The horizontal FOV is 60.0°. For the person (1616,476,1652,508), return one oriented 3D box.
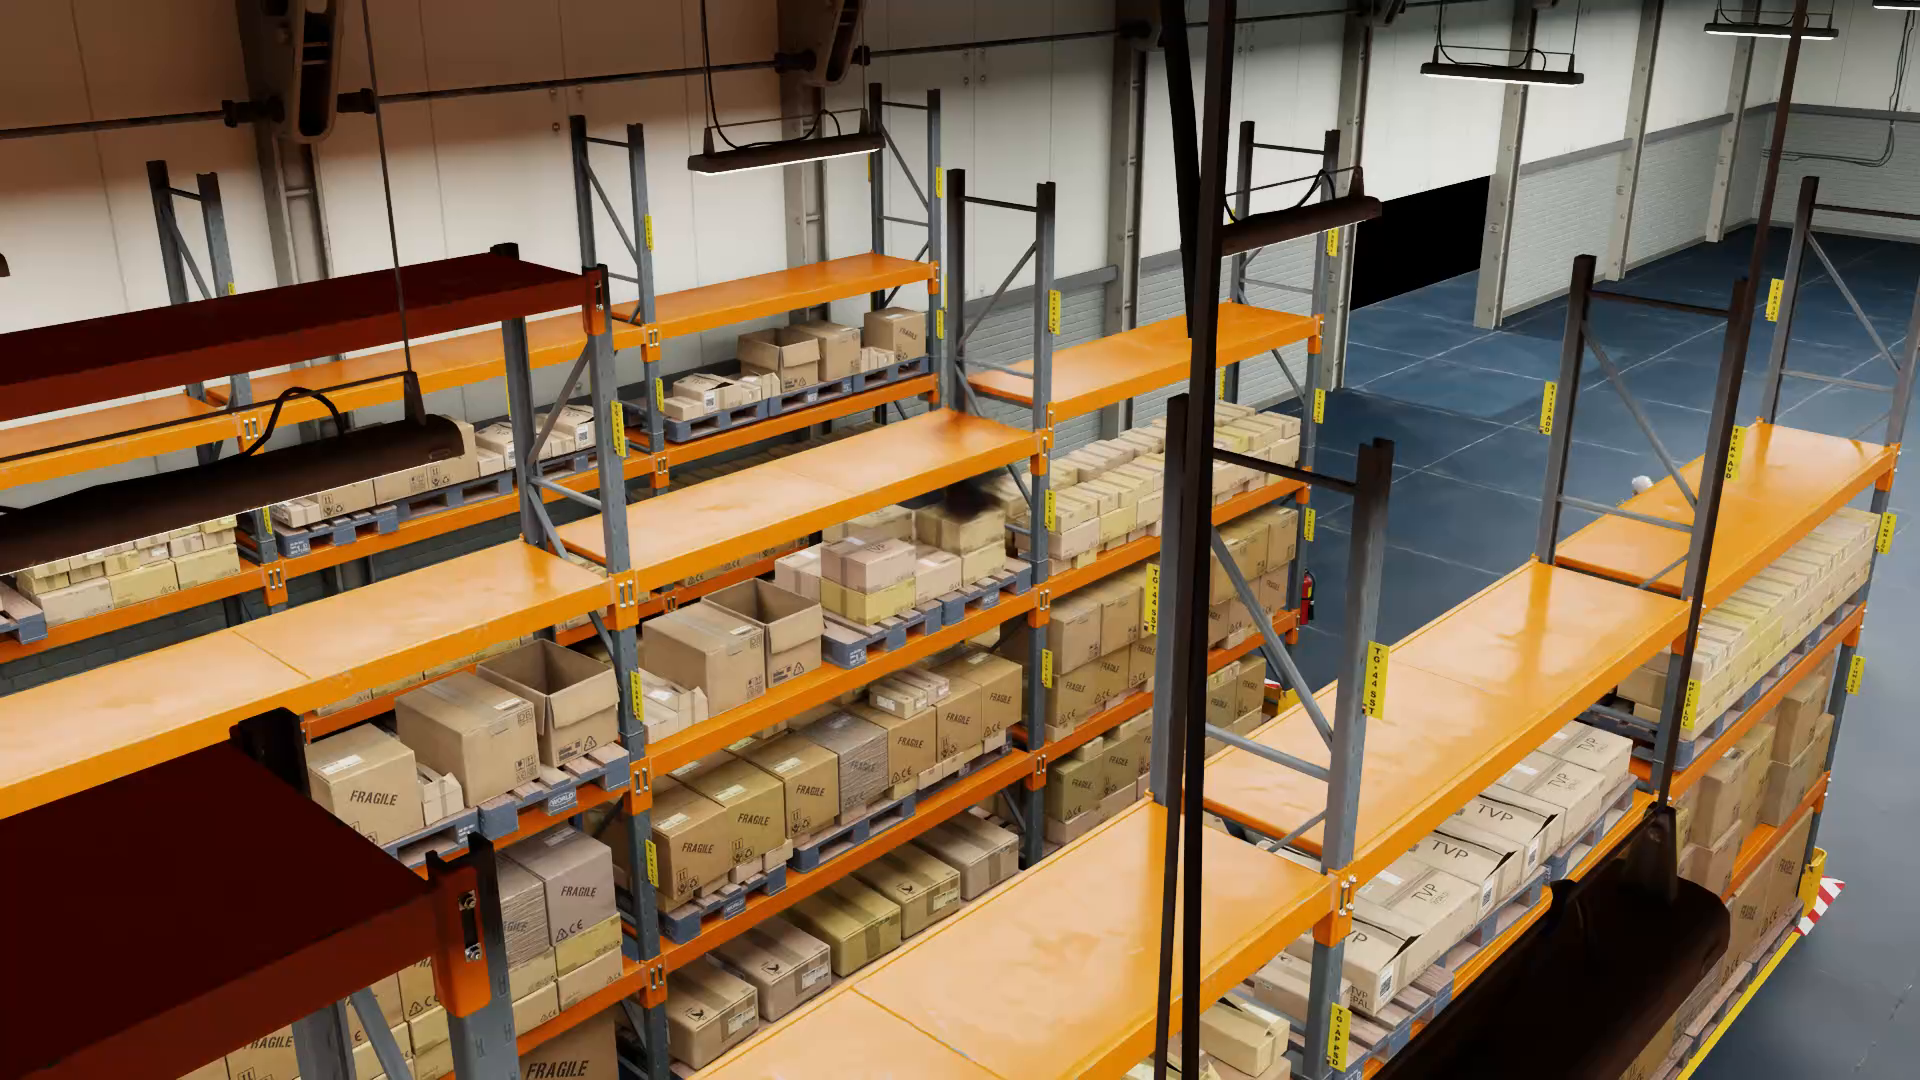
[{"bbox_3d":[7.808,0.086,19.365,0.659,1.804,0.674,-2,21,-5],"label":"person"}]
